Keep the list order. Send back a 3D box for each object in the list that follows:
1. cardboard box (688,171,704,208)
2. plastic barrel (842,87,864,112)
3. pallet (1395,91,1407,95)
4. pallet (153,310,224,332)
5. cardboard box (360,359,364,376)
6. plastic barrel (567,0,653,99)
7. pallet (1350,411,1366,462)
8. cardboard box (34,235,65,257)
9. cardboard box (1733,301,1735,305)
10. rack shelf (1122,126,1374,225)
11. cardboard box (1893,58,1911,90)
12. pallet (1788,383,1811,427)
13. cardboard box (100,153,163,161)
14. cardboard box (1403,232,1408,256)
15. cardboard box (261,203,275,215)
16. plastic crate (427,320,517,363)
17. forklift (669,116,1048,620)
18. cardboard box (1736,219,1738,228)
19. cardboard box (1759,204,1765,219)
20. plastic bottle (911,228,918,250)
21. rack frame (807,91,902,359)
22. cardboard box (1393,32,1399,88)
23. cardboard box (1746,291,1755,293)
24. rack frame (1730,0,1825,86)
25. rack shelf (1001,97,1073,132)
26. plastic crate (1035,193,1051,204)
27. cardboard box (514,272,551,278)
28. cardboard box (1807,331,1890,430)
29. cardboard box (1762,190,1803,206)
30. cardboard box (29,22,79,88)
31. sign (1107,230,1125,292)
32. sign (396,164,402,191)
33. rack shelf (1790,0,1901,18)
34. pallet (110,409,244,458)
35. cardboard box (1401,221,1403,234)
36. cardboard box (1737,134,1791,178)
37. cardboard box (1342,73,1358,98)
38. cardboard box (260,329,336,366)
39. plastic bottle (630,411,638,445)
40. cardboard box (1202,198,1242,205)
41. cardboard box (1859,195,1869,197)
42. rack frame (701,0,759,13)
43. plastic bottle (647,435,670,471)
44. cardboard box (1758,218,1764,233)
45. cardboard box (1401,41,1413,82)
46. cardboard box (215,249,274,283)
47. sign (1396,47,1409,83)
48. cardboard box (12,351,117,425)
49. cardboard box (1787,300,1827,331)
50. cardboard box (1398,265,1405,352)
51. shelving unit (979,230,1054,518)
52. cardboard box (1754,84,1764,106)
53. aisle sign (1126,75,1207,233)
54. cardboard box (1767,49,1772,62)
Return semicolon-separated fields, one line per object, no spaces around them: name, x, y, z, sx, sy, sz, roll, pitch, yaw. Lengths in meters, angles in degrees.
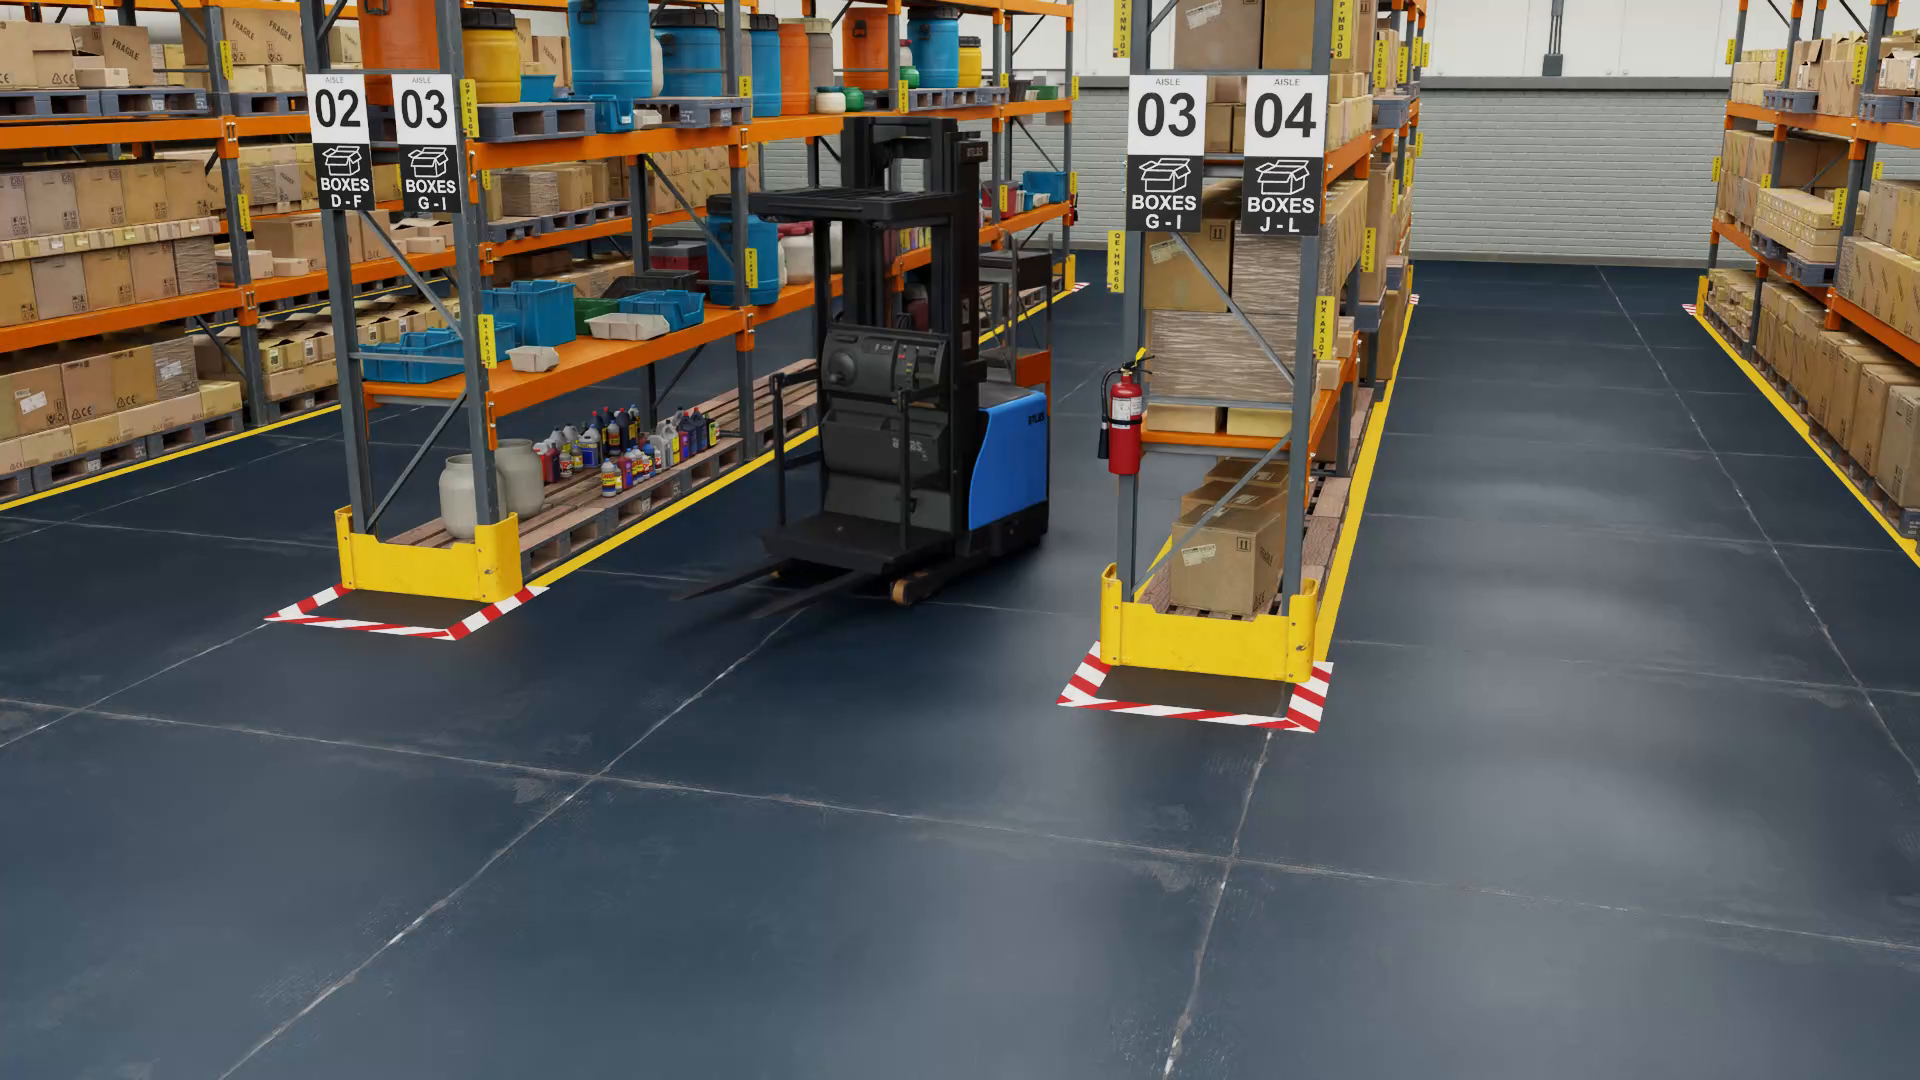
cardboard box;-4.030;-5.061;23.994;0.500;0.500;0.500;5;16;16
plastic barrel;-1.132;-4.504;17.001;0.294;0.245;0.294;0;16;0
pallet;3.770;-4.345;16.501;1.213;0.211;1.003;5;17;18
pallet;-10.314;-2.832;21.426;1.003;0.211;1.213;5;16;16
cardboard box;-6.353;-1.778;16.870;0.500;0.250;0.500;4;16;14
plastic barrel;-2.633;-3.792;12.517;0.600;0.901;0.708;5;16;16
pallet;3.065;-0.956;14.815;1.003;0.211;1.213;5;16;16
cardboard box;-7.377;-2.345;13.228;0.380;0.149;0.250;5;17;16
cardboard box;9.927;-3.011;20.858;0.380;0.149;0.250;6;17;19
rack shelf;1.932;-2.348;10.431;1.077;0.370;4.000;5;16;16
cardboard box;7.805;-3.727;13.298;0.500;0.250;0.500;5;17;17
pallet;8.588;-1.272;15.928;1.003;0.211;1.213;5;16;16
cardboard box;-10.225;-4.641;20.555;0.500;0.250;0.500;5;17;17
cardboard box;5.547;-3.682;22.436;0.875;0.875;0.875;5;16;16
cardboard box;-9.615;-4.533;22.738;0.380;0.149;0.250;5;16;16
plastic crate;-3.339;-1.364;11.413;0.499;0.251;0.408;5;16;16
forklift;-0.607;-1.144;10.493;1.130;2.935;3.031;10;19;32
cardboard box;9.837;-3.910;20.578;0.380;0.149;0.250;5;17;18
cardboard box;8.876;-3.545;17.976;0.380;0.149;0.250;4;16;15
plastic bottle;-0.547;-3.354;18.385;0.152;0.276;0.135;5;16;16
rack frame;-1.111;-3.205;17.630;1.000;3.000;0.127;5;16;16
cardboard box;3.742;-4.408;15.277;0.500;0.500;0.500;5;17;17
cardboard box;9.599;-2.883;19.863;0.380;0.149;0.250;5;17;18
rack frame;10.638;-7.389;21.388;1.000;3.000;0.127;5;16;16
rack shelf;0.594;-5.871;22.854;1.077;0.370;4.000;5;16;16
plastic crate;1.104;-4.972;24.236;0.396;0.136;0.243;5;16;16
cardboard box;-5.528;-3.135;21.159;0.500;0.500;0.500;4;16;14
cardboard box;8.105;-1.377;14.540;1.050;0.750;0.750;4;16;15
cardboard box;8.875;-3.682;17.916;0.380;0.149;0.250;5;17;17
cardboard box;-7.585;-3.884;13.314;0.797;0.503;0.637;7;17;22
sign;0.838;-1.485;8.866;0.100;0.325;0.005;5;16;16
sign;-6.382;-4.148;18.981;0.100;0.325;0.005;5;16;16
rack shelf;8.933;-5.280;16.006;1.077;0.370;4.000;5;16;16
pallet;-7.262;-0.997;14.957;1.003;0.211;1.213;5;16;16
cardboard box;5.177;-3.798;20.182;0.380;0.149;0.250;5;16;16
cardboard box;9.808;-4.677;20.262;0.500;0.500;0.500;4;16;14
cardboard box;2.316;-2.884;10.548;0.380;0.149;0.250;5;17;18
cardboard box;-6.493;-1.912;16.313;0.500;0.311;0.500;4;16;15
plastic bottle;-2.722;-0.919;13.743;0.061;0.283;0.133;5;16;16
cardboard box;1.564;-1.825;10.205;0.500;0.500;0.500;5;16;16
cardboard box;9.349;-3.497;17.261;0.380;0.149;0.250;5;16;16
rack frame;-3.586;-8.569;25.549;1.000;3.000;0.127;5;16;16
plastic bottle;-2.351;-0.692;12.956;0.152;0.276;0.135;5;17;17
cardboard box;8.875;-3.397;17.999;0.380;0.149;0.250;5;17;17
cardboard box;5.381;-6.084;21.148;0.700;0.500;0.500;5;17;18
cardboard box;-6.898;-2.603;15.785;0.500;0.250;0.500;6;17;19
sign;4.157;-4.470;15.646;0.100;0.325;0.005;5;16;16
cardboard box;-7.338;-1.252;13.641;0.500;0.500;0.500;5;16;16
cardboard box;8.600;-2.234;16.644;0.500;0.250;0.500;5;17;17
cardboard box;4.358;-2.644;18.778;1.225;0.875;0.875;4;16;14
shelving unit;0.359;-1.150;12.037;0.431;2.100;0.503;10;19;32
cardboard box;9.678;-5.239;19.580;0.500;0.250;0.500;4;16;15
aisle sign;1.059;-1.985;8.567;0.394;0.787;0.004;5;16;16
cardboard box;9.616;-5.636;19.332;0.380;0.149;0.250;4;16;14
